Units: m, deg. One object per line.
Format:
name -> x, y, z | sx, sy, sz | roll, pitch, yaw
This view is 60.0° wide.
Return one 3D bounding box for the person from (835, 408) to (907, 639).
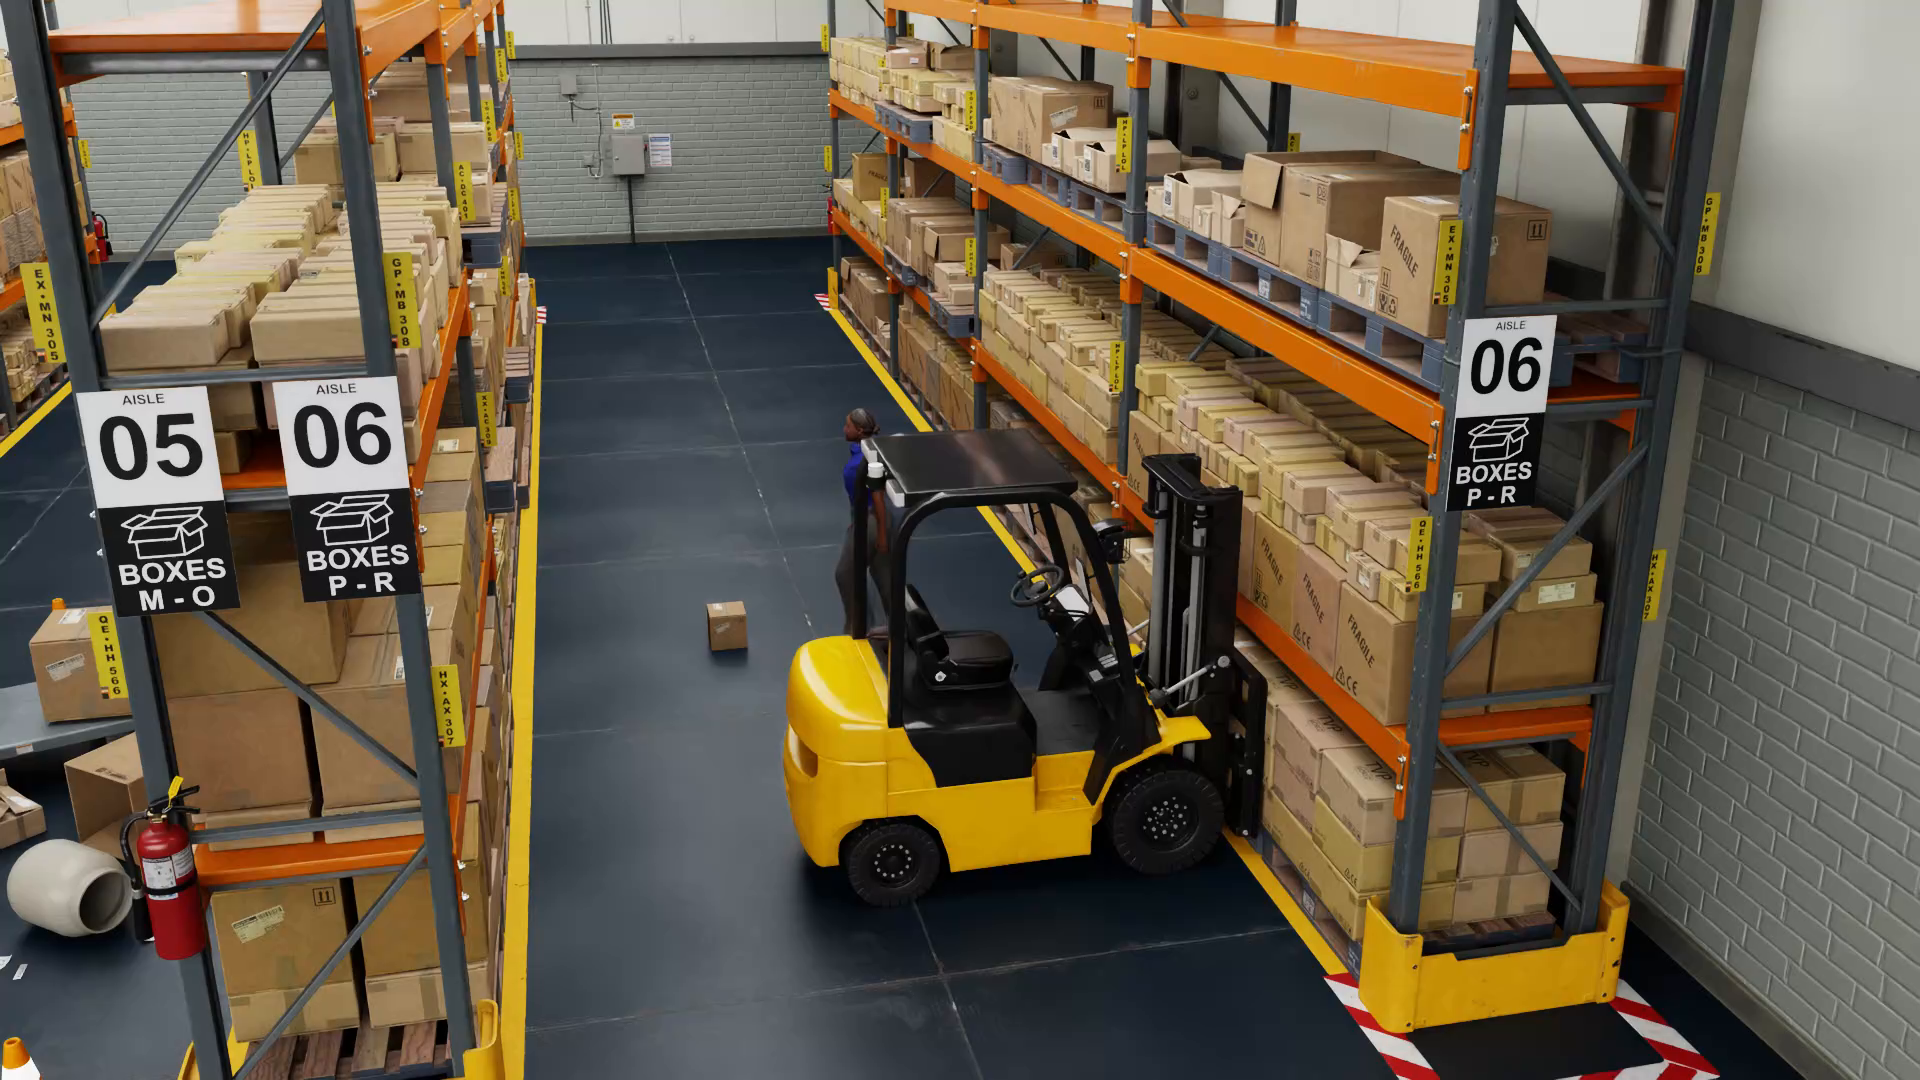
person -> -0.614, -0.075, 11.302 | 0.530, 1.694, 0.465 | 0, 20, 1
